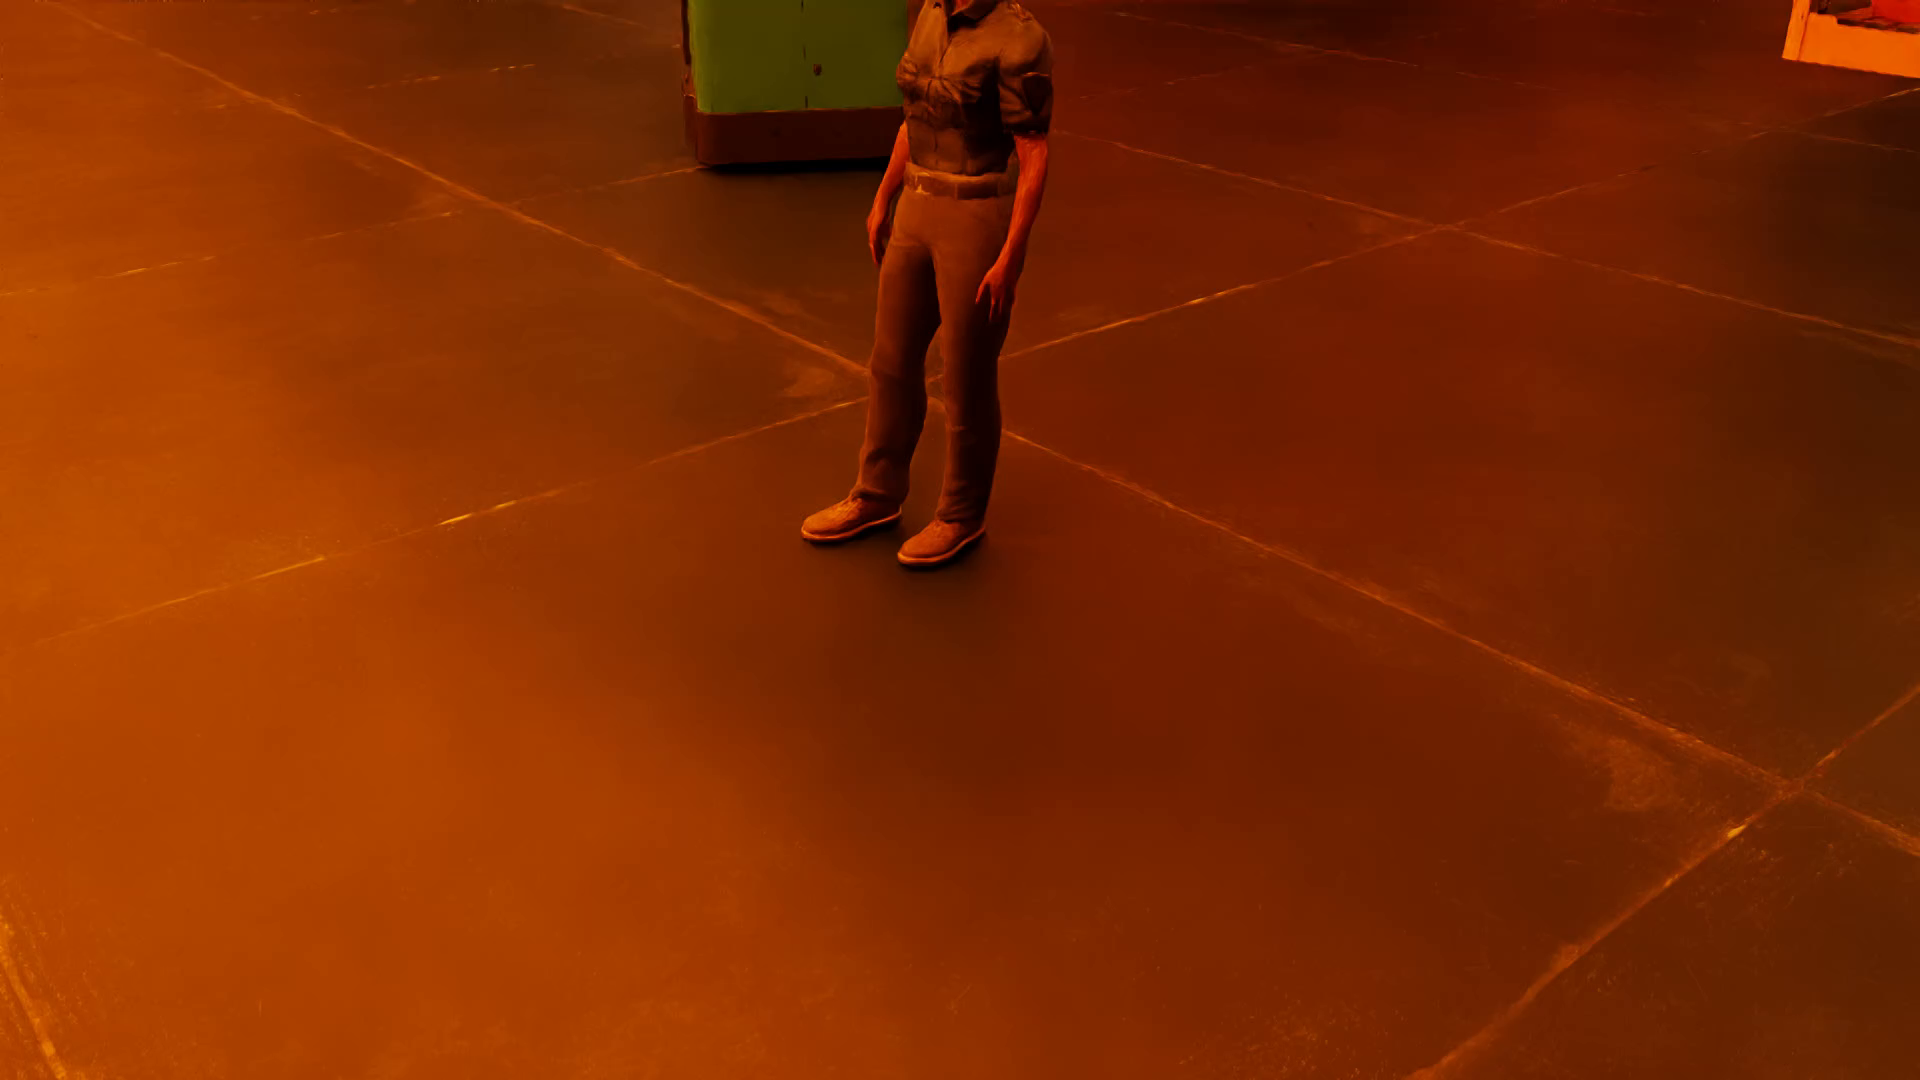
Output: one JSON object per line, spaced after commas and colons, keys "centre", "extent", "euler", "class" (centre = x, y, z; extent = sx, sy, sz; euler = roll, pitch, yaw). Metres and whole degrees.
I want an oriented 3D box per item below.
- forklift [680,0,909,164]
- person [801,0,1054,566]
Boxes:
{"centre": [-0.995, -3.750, 8.764], "extent": [1.130, 2.935, 3.031], "euler": [-5, 27, -9], "class": "forklift"}
{"centre": [-0.080, -0.729, 4.093], "extent": [0.503, 1.654, 0.570], "euler": [-20, 33, -35], "class": "person"}
